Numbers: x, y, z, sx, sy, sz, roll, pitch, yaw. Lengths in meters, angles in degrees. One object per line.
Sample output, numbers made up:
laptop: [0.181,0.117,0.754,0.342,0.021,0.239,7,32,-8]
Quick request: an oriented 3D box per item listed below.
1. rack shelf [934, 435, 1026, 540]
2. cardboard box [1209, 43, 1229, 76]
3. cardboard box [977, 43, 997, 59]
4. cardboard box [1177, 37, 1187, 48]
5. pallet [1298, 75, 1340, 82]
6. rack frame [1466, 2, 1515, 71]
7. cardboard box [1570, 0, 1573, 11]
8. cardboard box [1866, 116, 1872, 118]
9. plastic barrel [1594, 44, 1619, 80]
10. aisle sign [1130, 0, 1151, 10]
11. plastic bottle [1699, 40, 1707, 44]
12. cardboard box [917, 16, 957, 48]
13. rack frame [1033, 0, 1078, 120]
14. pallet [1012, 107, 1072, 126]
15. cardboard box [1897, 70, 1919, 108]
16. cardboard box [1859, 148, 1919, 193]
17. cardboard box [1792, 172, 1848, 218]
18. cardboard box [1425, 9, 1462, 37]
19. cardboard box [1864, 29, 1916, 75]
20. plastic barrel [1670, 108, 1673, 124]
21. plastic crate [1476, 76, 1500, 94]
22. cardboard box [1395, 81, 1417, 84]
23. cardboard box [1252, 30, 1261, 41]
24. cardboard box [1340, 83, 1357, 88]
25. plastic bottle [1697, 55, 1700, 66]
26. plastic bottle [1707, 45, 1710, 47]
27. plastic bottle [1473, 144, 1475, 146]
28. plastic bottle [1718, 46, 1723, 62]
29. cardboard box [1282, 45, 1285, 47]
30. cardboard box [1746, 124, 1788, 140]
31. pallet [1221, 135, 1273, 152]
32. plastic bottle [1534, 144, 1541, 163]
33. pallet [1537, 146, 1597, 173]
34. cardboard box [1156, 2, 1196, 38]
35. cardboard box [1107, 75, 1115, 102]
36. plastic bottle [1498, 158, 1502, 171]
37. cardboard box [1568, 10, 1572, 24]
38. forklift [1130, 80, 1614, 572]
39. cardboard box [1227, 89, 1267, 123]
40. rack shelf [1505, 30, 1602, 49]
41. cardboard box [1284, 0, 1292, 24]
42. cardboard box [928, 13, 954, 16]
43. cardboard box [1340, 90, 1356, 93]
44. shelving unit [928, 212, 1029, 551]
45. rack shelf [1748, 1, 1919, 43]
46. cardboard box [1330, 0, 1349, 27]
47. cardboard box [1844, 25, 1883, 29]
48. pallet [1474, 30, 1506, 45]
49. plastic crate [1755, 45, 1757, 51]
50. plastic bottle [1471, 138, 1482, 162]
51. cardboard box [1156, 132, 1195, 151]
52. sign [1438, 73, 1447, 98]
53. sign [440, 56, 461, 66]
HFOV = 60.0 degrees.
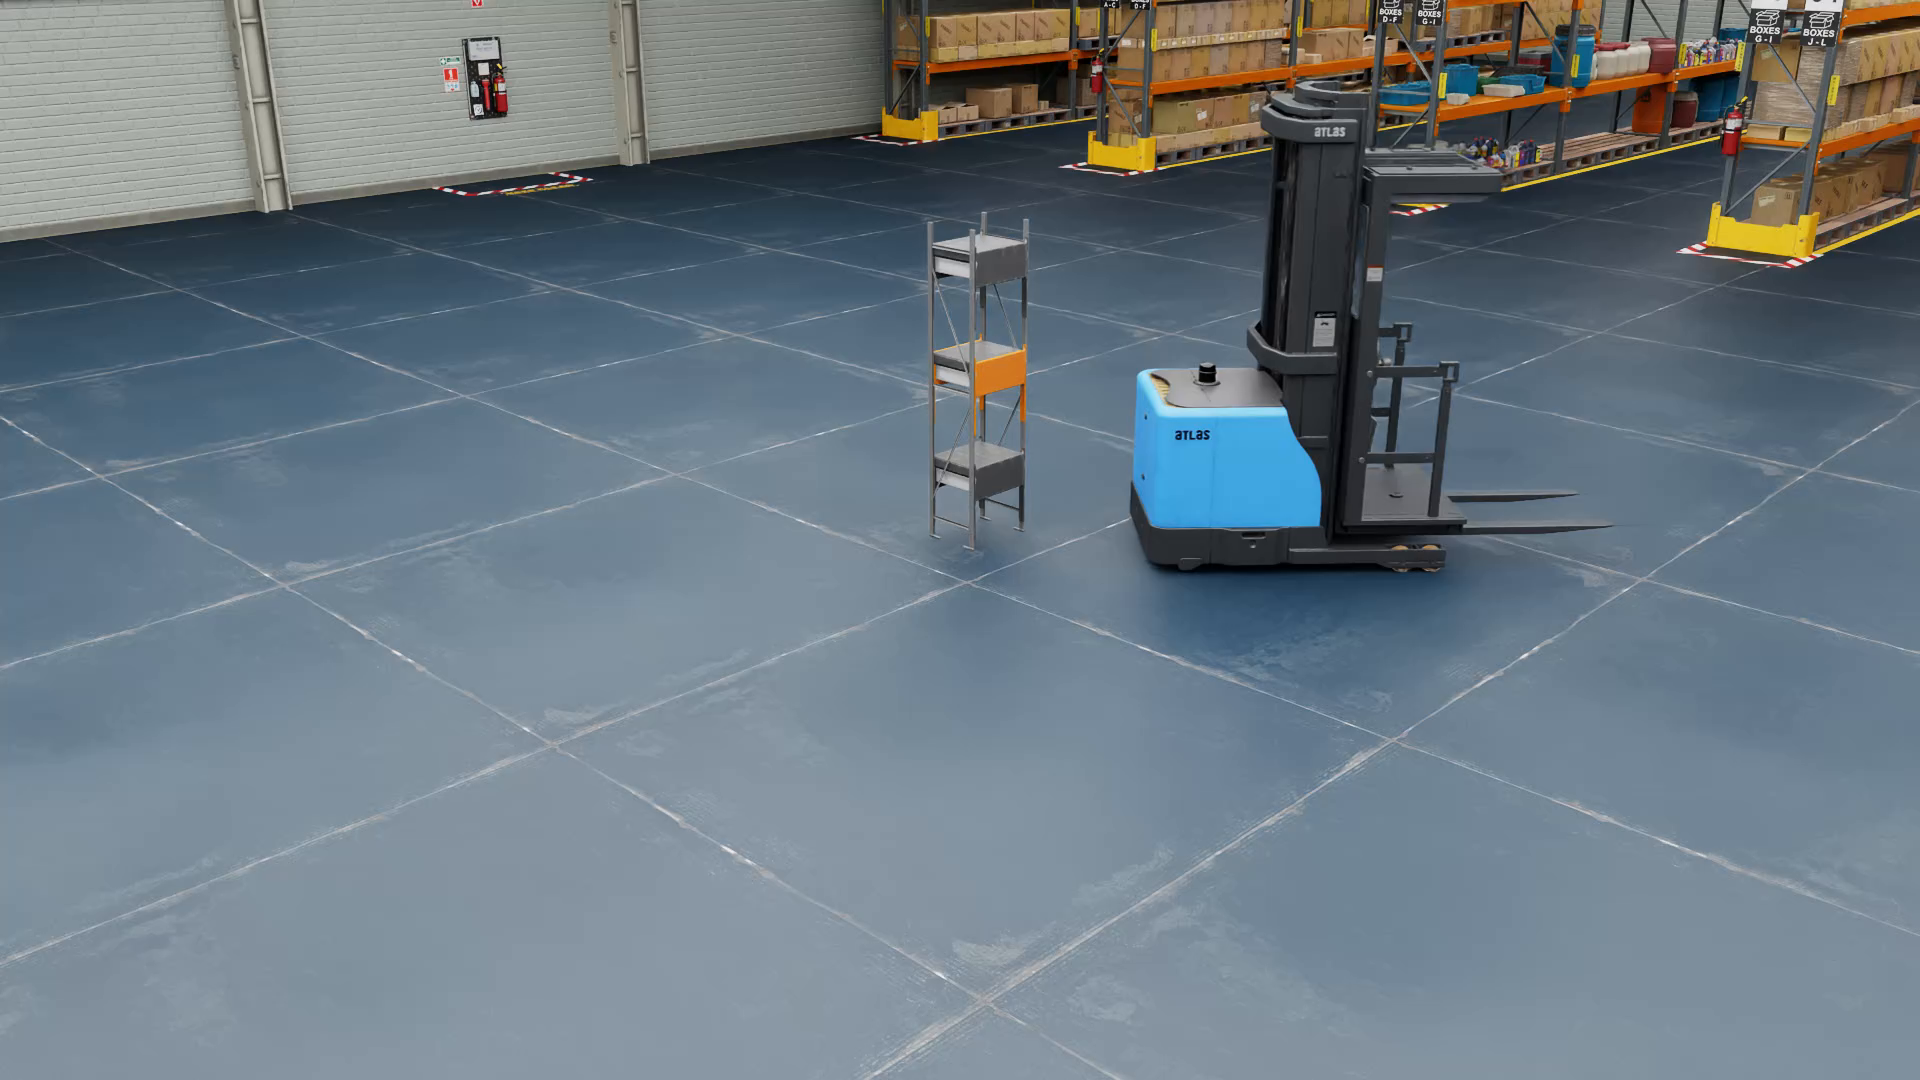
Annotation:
rack shelf: [0.115,-0.357,11.065,0.431,0.518,0.480,19,28,41]
cardboard box: [4.010,-7.969,27.486,0.500,0.500,0.700,-19,28,-40]
cardboard box: [0.325,-8.897,30.223,0.500,0.250,0.500,19,28,40]
cardboard box: [3.382,-7.935,26.495,0.380,0.149,0.250,19,28,41]
pallet: [8.003,-10.604,38.370,1.003,0.211,1.213,19,28,41]
rack frame: [10.968,-10.491,34.189,1.000,3.000,0.127,19,28,41]
cardboard box: [12.935,-11.585,35.501,0.500,0.500,0.500,-19,28,-41]
cardboard box: [11.257,-5.281,20.984,0.380,0.149,0.250,19,28,41]
plastic barrel: [10.270,-7.637,26.574,0.433,0.535,0.433,0,21,0]
aisle sign: [2.771,-8.526,25.453,0.394,0.787,0.004,19,28,41]
plastic bottle: [13.664,-9.075,30.677,0.152,0.276,0.135,19,28,41]
cardboard box: [-0.406,-8.982,29.399,0.500,0.500,0.500,19,28,41]
rack frame: [1.836,-9.673,32.061,1.000,3.000,0.127,19,28,41]
pallet: [1.392,-8.190,32.090,1.003,0.211,1.213,19,28,41]
cardboard box: [12.124,-6.040,22.053,0.875,0.500,0.500,19,28,41]
cardboard box: [12.926,-5.145,23.151,0.700,0.500,0.500,17,27,37]
cardboard box: [10.982,-4.430,21.318,0.500,0.500,0.500,-17,27,-37]
cardboard box: [9.311,-10.083,32.402,0.500,0.500,0.700,-14,25,-32]
cardboard box: [11.668,-6.165,20.985,0.500,0.500,0.500,19,28,41]
plastic barrel: [12.383,-7.554,29.431,0.421,0.512,0.421,0,21,0]
plastic crate: [7.785,-6.817,24.924,0.450,0.188,0.662,19,28,41]
cardboard box: [8.700,-8.547,32.001,0.500,0.500,0.500,-19,28,-40]
cardboard box: [4.814,-8.462,27.865,0.380,0.149,0.250,19,28,41]
cardboard box: [7.242,-8.439,31.315,0.500,0.311,0.500,18,28,39]
plastic bottle: [12.774,-8.336,28.858,0.097,0.201,0.097,0,21,0]
plastic bottle: [13.766,-9.014,30.621,0.097,0.201,0.097,0,21,0]
plastic bottle: [7.866,-5.926,25.502,0.097,0.271,0.097,0,21,0]
plastic bottle: [13.480,-8.625,29.496,0.061,0.283,0.133,19,28,41]
cardboard box: [5.869,-8.644,29.570,0.396,0.266,0.258,18,28,39]
cardboard box: [9.743,-4.934,20.080,0.380,0.149,0.250,19,28,41]
pallet: [4.803,-6.939,28.834,1.003,0.211,1.213,19,28,41]
plastic bottle: [8.835,-5.925,25.482,0.133,0.283,0.061,-18,28,-39]
pallet: [9.454,-6.104,26.661,1.003,0.211,1.213,19,28,41]
cardboard box: [3.332,-8.326,26.607,0.700,0.500,0.500,18,28,39]
cardboard box: [2.662,-9.051,33.312,0.700,0.500,0.500,19,28,40]
plastic bottle: [8.009,-5.592,24.730,0.097,0.201,0.097,0,21,0]
cardboard box: [12.930,-11.122,35.690,0.500,0.500,0.500,20,28,41]
forklift: [2.689,-1.354,10.511,3.031,2.935,1.130,-1,21,-2]
cardboard box: [4.863,-7.398,28.342,0.500,0.500,0.500,19,28,41]
rack shelf: [12.363,-10.669,35.655,1.077,0.370,4.000,19,28,41]
cardboard box: [6.926,-11.609,36.516,0.500,0.500,0.500,20,28,41]
cardboard box: [-0.420,-9.236,30.059,0.500,0.500,0.500,-20,29,-41]
cardboard box: [6.926,-8.048,30.299,0.500,0.311,0.500,-19,28,-41]
shelving unit: [0.115,-1.023,10.809,0.431,2.100,0.503,19,28,41]
rack shelf: [11.087,-6.505,20.638,1.077,0.370,4.000,19,28,41]
cardboard box: [8.320,-12.192,38.195,0.980,0.700,0.700,18,28,39]
cardboard box: [11.639,-6.426,21.664,0.500,0.500,0.500,19,28,41]
pallet: [10.333,-10.223,33.760,1.003,0.211,1.213,19,28,41]
plastic crate: [14.942,-9.239,31.215,0.396,0.136,0.243,19,28,41]
plastic bottle: [7.942,-6.011,25.611,0.144,0.351,0.185,18,27,38]
cardboard box: [3.477,-6.531,27.132,0.500,0.250,0.500,19,28,41]
sign: [6.535,-6.156,22.524,0.100,0.325,0.005,19,28,41]
sign: [-7.473,-7.020,24.370,0.001,0.109,0.331,19,28,41]
